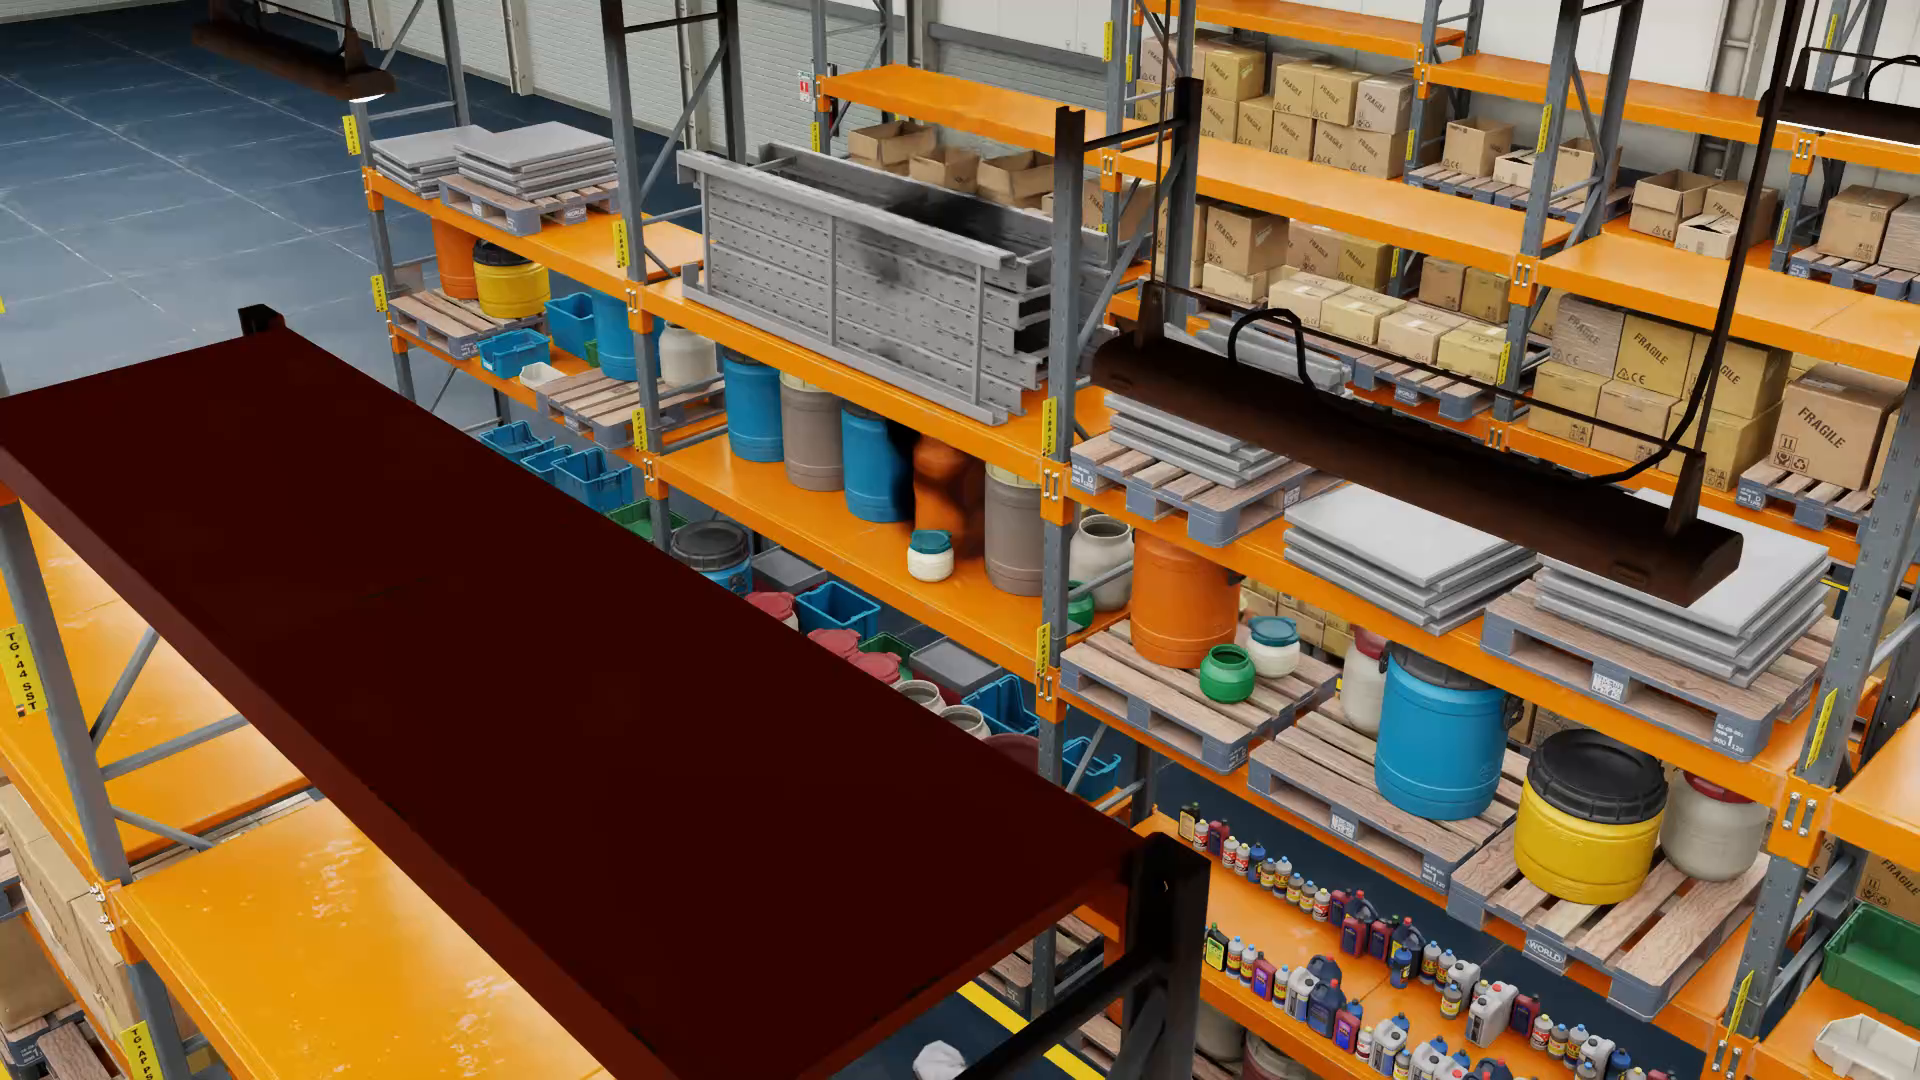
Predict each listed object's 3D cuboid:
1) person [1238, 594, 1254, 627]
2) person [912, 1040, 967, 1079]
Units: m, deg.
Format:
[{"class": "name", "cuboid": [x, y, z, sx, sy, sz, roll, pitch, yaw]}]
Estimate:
[{"class": "person", "cuboid": [1.892, 0.936, 12.749, 0.736, 1.743, 0.564, 22, 35, 35]}, {"class": "person", "cuboid": [-0.099, 3.276, 8.397, 0.812, 1.881, 0.629, 19, 33, 31]}]
